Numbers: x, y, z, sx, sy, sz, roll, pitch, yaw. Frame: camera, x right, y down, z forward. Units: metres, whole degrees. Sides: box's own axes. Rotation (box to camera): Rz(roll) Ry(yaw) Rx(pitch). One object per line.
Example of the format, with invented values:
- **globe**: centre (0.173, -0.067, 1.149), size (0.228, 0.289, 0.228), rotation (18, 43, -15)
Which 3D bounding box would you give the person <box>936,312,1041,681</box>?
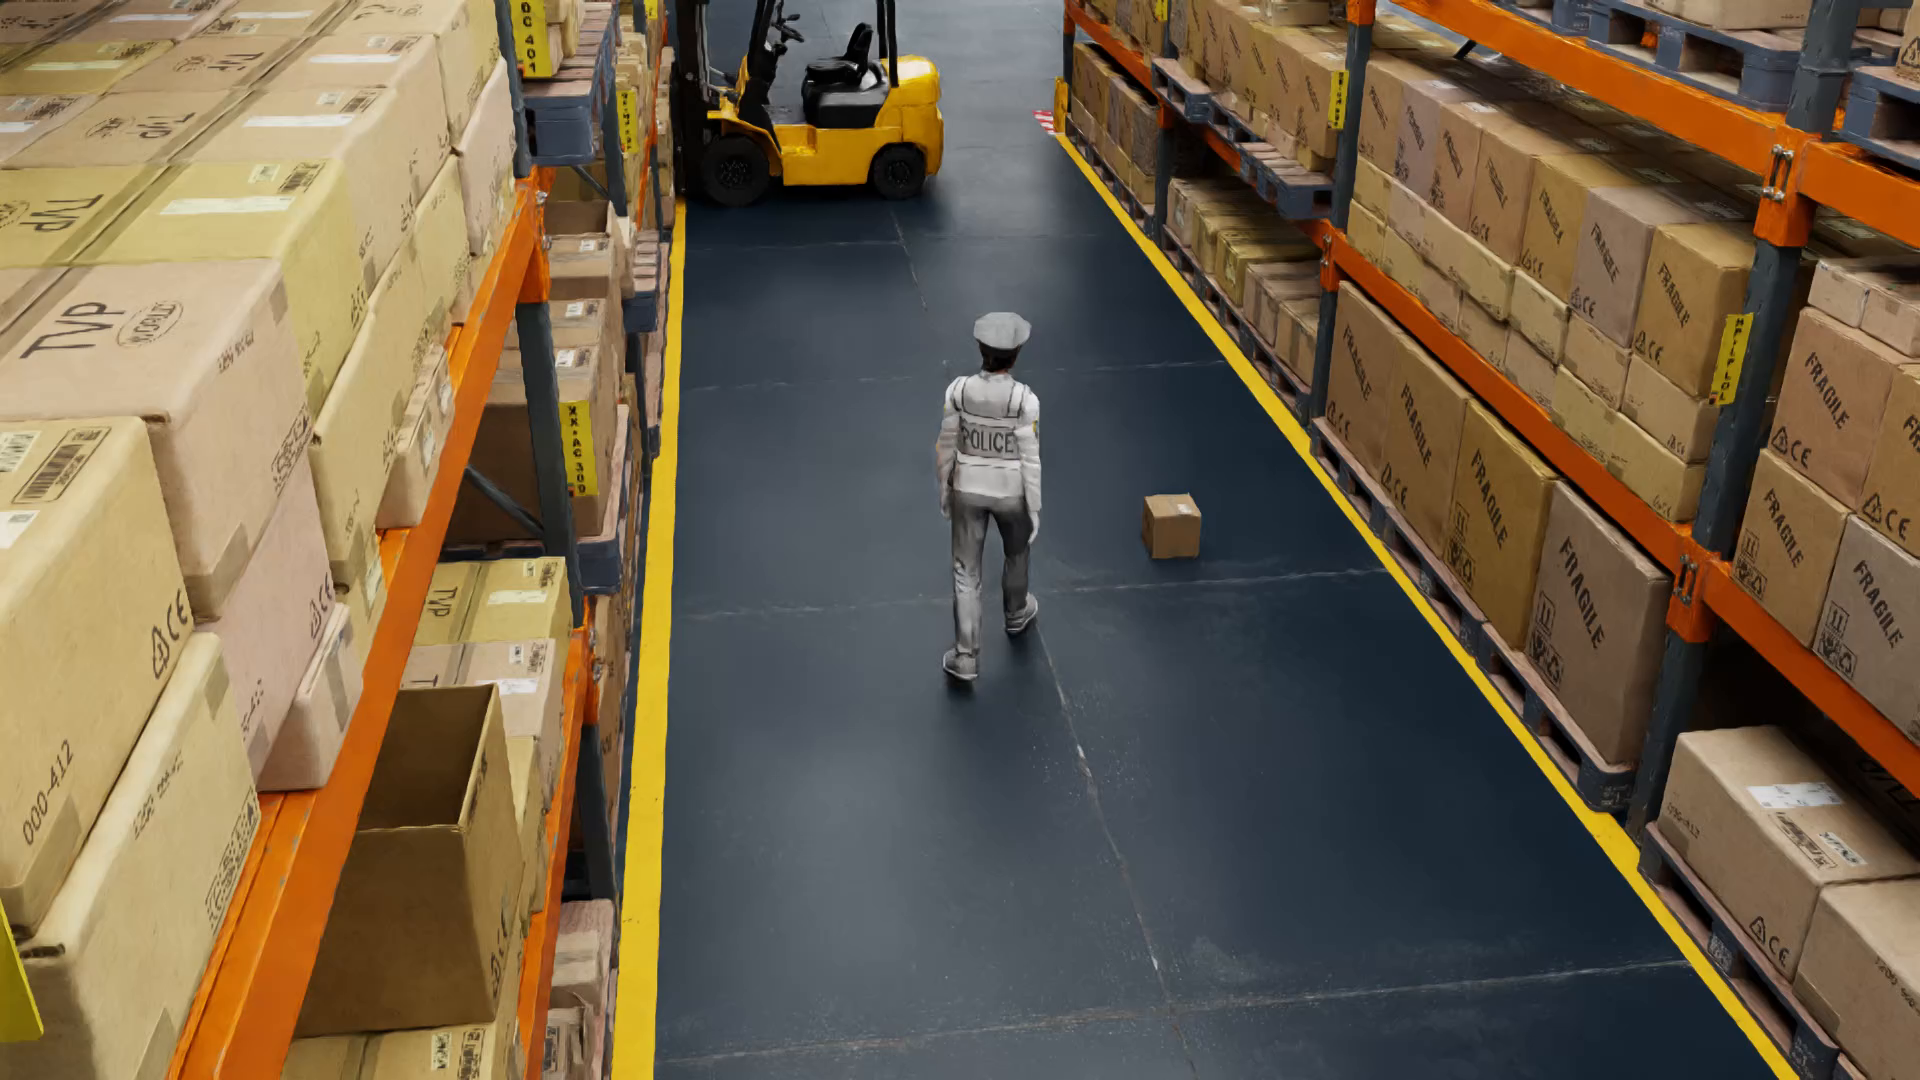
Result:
- **person**: centre (0.135, -0.213, 7.524), size (0.503, 1.640, 0.884), rotation (6, 28, 11)
